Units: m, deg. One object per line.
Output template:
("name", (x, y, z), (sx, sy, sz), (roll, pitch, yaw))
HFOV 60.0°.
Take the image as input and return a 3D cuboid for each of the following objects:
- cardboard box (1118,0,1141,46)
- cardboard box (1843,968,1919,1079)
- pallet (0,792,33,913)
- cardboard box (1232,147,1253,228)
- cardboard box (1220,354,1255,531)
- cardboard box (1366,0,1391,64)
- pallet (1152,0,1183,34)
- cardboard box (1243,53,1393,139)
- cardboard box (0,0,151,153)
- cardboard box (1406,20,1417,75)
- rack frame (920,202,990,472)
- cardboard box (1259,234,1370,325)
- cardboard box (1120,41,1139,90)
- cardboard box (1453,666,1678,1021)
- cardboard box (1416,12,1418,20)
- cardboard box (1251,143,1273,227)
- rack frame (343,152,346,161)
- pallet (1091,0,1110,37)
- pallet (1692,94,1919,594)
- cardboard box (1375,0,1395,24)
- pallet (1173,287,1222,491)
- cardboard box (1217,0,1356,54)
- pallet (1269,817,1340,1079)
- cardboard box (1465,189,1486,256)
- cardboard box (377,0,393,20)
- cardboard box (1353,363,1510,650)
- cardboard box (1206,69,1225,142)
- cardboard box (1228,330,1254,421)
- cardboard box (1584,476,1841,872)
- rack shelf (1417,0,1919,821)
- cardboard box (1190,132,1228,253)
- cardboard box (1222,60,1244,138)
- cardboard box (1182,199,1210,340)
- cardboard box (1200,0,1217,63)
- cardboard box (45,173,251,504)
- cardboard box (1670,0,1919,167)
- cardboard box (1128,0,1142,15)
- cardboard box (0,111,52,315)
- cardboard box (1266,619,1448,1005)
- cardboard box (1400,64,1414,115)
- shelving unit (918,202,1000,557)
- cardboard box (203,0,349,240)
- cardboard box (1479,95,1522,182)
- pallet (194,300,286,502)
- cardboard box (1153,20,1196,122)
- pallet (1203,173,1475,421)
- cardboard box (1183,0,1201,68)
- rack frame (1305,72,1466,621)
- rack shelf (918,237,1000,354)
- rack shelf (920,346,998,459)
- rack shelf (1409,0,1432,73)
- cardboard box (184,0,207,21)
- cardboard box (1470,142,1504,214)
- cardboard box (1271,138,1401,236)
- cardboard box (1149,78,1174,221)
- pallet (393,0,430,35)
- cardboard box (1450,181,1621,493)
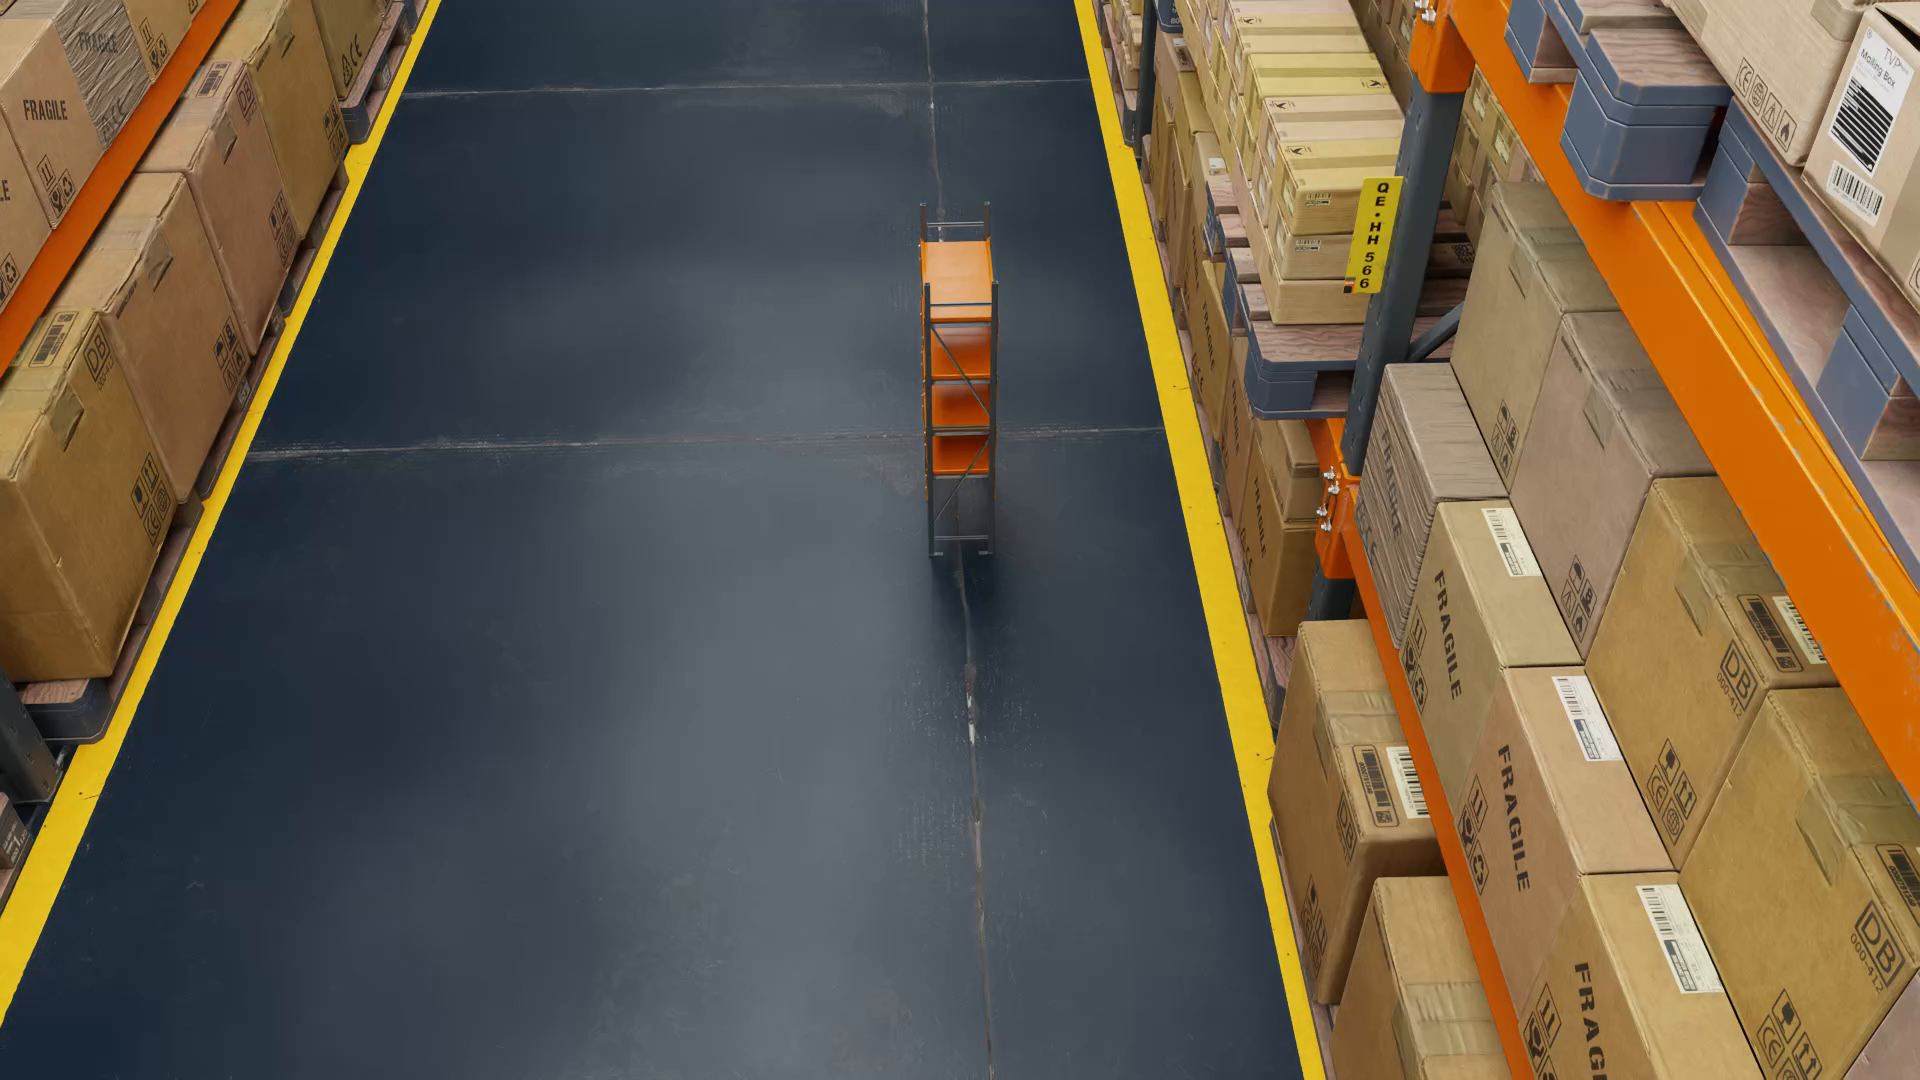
("cardboard box", (1.021, -2.660, 8.511), (0.380, 0.149, 0.250), (-4, 43, -4))
("cardboard box", (1.643, 0.911, 2.222), (0.700, 0.500, 0.500), (-1, 43, -1))
("pallet", (-3.383, 1.269, 4.709), (1.003, 0.211, 1.213), (-2, 43, -2))
("cardboard box", (1.045, -1.084, 5.088), (0.380, 0.149, 0.250), (-1, 43, -1))
("cardboard box", (1.238, -0.381, 5.985), (0.500, 0.500, 0.500), (0, 43, 0))
("cardboard box", (1.660, -1.801, 5.870), (0.380, 0.149, 0.250), (-3, 43, -3))
("pallet", (1.263, -2.470, 6.867), (1.003, 0.211, 1.213), (-2, 43, -2))
("cardboard box", (1.047, -1.306, 4.890), (0.380, 0.149, 0.250), (0, 43, 0))
("cardboard box", (-3.232, -1.691, 5.801), (0.500, 0.500, 0.500), (-1, 43, -2))
("cardboard box", (1.676, -1.566, 5.394), (0.380, 0.149, 0.250), (-2, 43, -2))
("rack frame", (-0.017, -0.719, 6.146), (0.240, 1.200, 0.015), (-2, 43, -2))
("cardboard box", (1.065, -0.743, 4.715), (0.380, 0.149, 0.250), (-1, 43, -1))
("cardboard box", (1.018, -2.420, 8.469), (0.380, 0.149, 0.250), (-1, 43, -1))
("cardboard box", (1.340, 0.597, 3.305), (0.500, 0.500, 0.500), (-2, 43, -2))
("cardboard box", (1.675, -1.668, 5.285), (0.380, 0.149, 0.250), (0, 43, 0))
("cardboard box", (1.056, -1.033, 4.812), (0.380, 0.149, 0.250), (0, 43, 0))
("rack frame", (-3.584, -2.987, 7.289), (1.000, 3.000, 0.127), (-2, 43, -2))
("pallet", (1.257, -3.311, 9.706), (1.003, 0.211, 1.213), (-2, 43, -2))
("pallet", (1.676, -0.209, 2.178), (1.003, 0.211, 1.213), (0, 43, 0))
("cardboard box", (1.654, -1.916, 5.775), (0.380, 0.149, 0.250), (0, 43, 0))
("pallet", (1.465, -0.682, 6.838), (1.003, 0.211, 1.213), (-2, 43, -2))
("cardboard box", (1.028, -1.649, 5.264), (0.380, 0.149, 0.250), (-2, 43, -2))
("pallet", (1.504, 1.202, 4.783), (1.003, 0.211, 1.213), (-2, 43, -2))
("cardboard box", (1.717, -0.912, 4.900), (0.380, 0.149, 0.250), (0, 43, 0))
("cardboard box", (-3.571, -3.414, 9.016), (0.875, 0.875, 0.875), (-2, 43, -2))
("cardboard box", (1.295, -0.087, 4.051), (0.500, 0.500, 0.500), (-1, 43, -1))
("cardboard box", (1.025, -1.434, 5.470), (0.380, 0.149, 0.250), (-3, 43, -4))
("cardboard box", (1.222, -0.665, 5.740), (0.500, 0.250, 0.500), (-1, 43, -1))
("cardboard box", (1.601, 0.225, 2.971), (0.700, 0.500, 0.500), (-2, 43, -2))
("rack shelf", (1.630, 0.149, 2.180), (1.077, 0.370, 4.000), (-2, 43, -2))
("cardboard box", (1.185, -1.360, 6.498), (0.500, 0.250, 0.500), (0, 43, 0))
("cardboard box", (1.032, -1.379, 5.190), (0.380, 0.149, 0.250), (-2, 43, -2))
("cardboard box", (1.202, -1.077, 6.745), (0.500, 0.500, 0.500), (-1, 43, -1))
("cardboard box", (1.012, -1.724, 5.565), (0.380, 0.149, 0.250), (-1, 43, -1))
("cardboard box", (-3.453, -0.726, 6.084), (1.225, 0.875, 0.875), (-2, 43, -2))
("cardboard box", (1.378, -0.770, 2.376), (0.500, 0.250, 0.500), (-1, 43, -1))
("cardboard box", (1.050, -2.788, 8.431), (0.380, 0.149, 0.250), (-1, 43, -1))
("cardboard box", (-3.187, -1.007, 5.055), (0.500, 0.500, 0.500), (-3, 43, -3))
("cardboard box", (1.481, 0.728, 4.590), (1.050, 0.750, 0.750), (-2, 43, -2))
("cardboard box", (1.678, -1.456, 5.493), (0.380, 0.149, 0.250), (0, 43, 0))
("shelving unit", (-0.007, -0.554, 5.966), (0.258, 1.200, 0.503), (-2, 43, -2))
("cardboard box", (-3.537, -1.927, 7.394), (1.225, 0.875, 0.875), (-2, 43, -2))
("cardboard box", (1.705, -1.141, 4.710), (0.380, 0.149, 0.250), (-3, 43, -3))
("pallet", (-3.421, -0.615, 6.764), (1.003, 0.211, 1.213), (-2, 43, -2))
("cardboard box", (1.143, -2.064, 7.266), (0.500, 0.250, 0.500), (-3, 43, -4))
("pallet", (1.409, -0.768, 5.010), (1.213, 0.211, 1.003), (-2, 43, -2))
("cardboard box", (1.001, -1.792, 5.861), (0.380, 0.149, 0.250), (-3, 43, -4))
("rack frame", (1.545, -0.361, 4.423), (1.000, 3.000, 0.127), (-2, 43, -2))
("rack shelf", (-0.007, -0.844, 5.701), (0.258, 0.148, 0.480), (-2, 43, -2))
("rack shelf", (-0.007, -0.504, 6.012), (0.258, 0.148, 0.480), (-2, 43, -2))
("rack shelf", (1.460, -2.551, 5.126), (1.077, 0.370, 4.000), (-2, 43, -2))
("cardboard box", (-3.277, -2.382, 6.554), (0.500, 0.500, 0.500), (0, 43, 0))
("cardboard box", (1.712, -1.048, 4.828), (0.380, 0.149, 0.250), (0, 43, 0))
("cardboard box", (1.066, -0.960, 4.512), (0.380, 0.149, 0.250), (-3, 43, -3))
("cardboard box", (1.142, -1.788, 7.520), (0.500, 0.500, 0.500), (0, 43, 0))
("pallet", (-3.593, -3.300, 9.694), (1.003, 0.211, 1.213), (-2, 43, -2))
("cardboard box", (1.554, -0.463, 3.721), (0.700, 0.500, 0.500), (-2, 43, -2))
